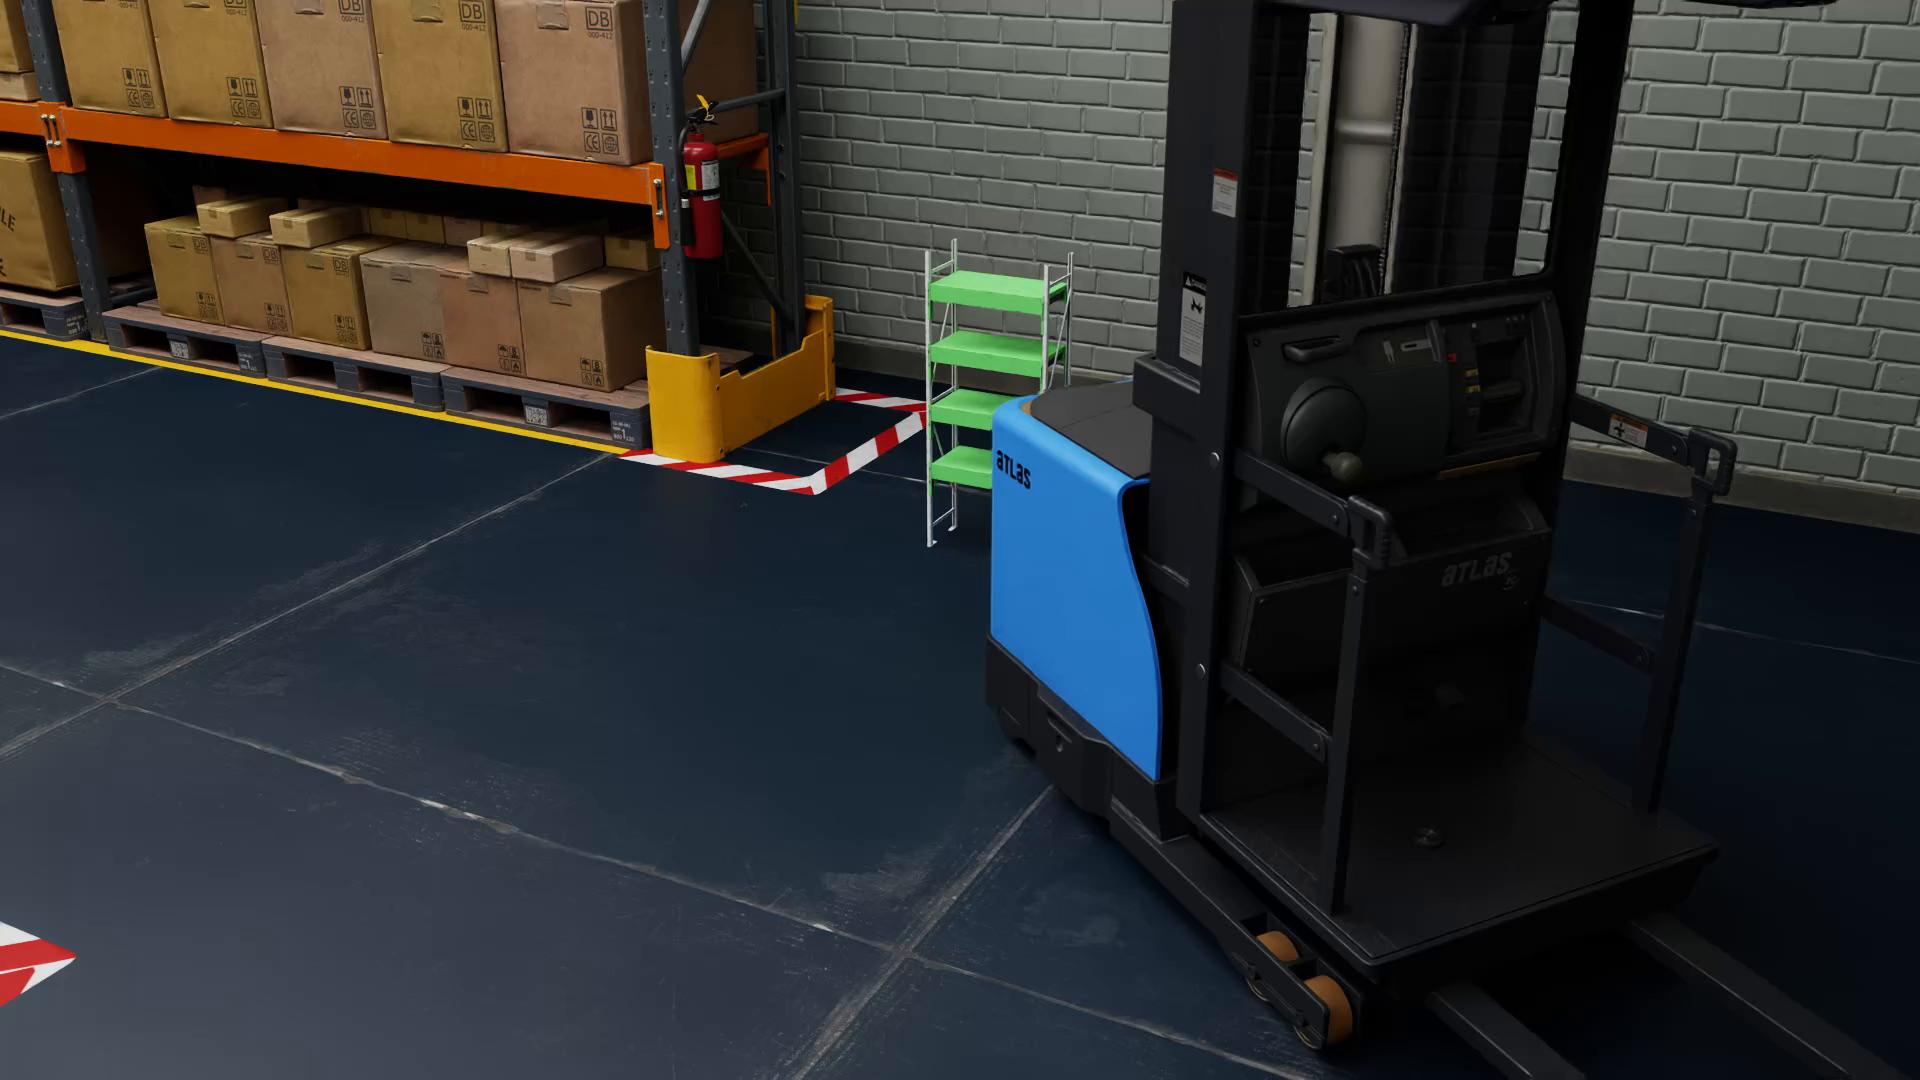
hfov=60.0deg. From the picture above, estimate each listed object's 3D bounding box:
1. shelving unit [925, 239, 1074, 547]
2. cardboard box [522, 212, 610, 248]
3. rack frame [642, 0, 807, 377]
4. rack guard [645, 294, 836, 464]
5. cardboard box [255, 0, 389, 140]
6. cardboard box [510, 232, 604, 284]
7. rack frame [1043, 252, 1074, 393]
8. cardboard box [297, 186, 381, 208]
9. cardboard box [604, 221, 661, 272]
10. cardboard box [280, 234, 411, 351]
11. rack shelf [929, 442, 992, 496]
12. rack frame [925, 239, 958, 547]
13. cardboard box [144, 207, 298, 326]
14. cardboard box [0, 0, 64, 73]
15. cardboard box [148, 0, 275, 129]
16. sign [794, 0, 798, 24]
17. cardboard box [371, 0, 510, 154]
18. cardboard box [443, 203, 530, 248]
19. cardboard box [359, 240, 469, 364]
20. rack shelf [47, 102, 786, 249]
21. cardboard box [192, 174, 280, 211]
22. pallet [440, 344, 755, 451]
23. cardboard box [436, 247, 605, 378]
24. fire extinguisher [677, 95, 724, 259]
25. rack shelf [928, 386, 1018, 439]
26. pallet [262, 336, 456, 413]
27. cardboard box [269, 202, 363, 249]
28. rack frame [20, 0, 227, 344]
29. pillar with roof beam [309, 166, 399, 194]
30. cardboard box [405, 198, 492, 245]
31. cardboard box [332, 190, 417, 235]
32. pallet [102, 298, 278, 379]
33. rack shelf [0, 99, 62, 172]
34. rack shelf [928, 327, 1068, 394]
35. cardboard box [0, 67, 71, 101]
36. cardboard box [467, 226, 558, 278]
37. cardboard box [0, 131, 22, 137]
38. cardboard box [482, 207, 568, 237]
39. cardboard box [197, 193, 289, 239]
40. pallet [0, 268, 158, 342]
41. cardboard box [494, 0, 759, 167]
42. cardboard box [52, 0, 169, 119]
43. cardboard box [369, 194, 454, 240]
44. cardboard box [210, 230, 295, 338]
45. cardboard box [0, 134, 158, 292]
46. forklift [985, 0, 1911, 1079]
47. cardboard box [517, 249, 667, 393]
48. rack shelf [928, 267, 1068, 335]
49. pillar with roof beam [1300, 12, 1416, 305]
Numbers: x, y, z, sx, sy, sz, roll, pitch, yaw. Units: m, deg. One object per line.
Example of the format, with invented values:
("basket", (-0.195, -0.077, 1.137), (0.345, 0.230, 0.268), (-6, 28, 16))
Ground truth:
("shelving unit", (0.148, -0.523, 6.446), (0.503, 1.200, 0.258), (11, 25, 25))
("cardboard box", (-1.969, -1.524, 8.329), (0.250, 0.149, 0.380), (11, 26, 25))
("rack frame", (-1.049, -1.957, 7.518), (0.127, 3.000, 1.000), (11, 25, 25))
("rack guard", (-1.027, -0.802, 7.997), (0.348, 0.500, 1.175), (11, 25, 25))
("cardboard box", (-2.839, -2.444, 8.280), (0.700, 0.700, 0.980), (10, 25, 22))
("cardboard box", (-1.916, -1.346, 7.910), (0.250, 0.149, 0.380), (11, 25, 24))
("rack frame", (0.365, -0.480, 6.345), (0.015, 1.200, 0.240), (11, 25, 25))
("cardboard box", (-3.331, -1.793, 8.962), (0.250, 0.149, 0.380), (10, 25, 23))
("cardboard box", (-1.517, -1.435, 8.119), (0.250, 0.149, 0.380), (11, 26, 25))
("cardboard box", (-3.094, -1.357, 8.765), (0.500, 0.500, 0.700), (12, 26, 26))
("rack shelf", (0.148, -0.243, 6.565), (0.480, 0.148, 0.258), (11, 25, 25))
("rack frame", (-0.070, -0.566, 6.548), (0.015, 1.200, 0.240), (11, 25, 25))
("cardboard box", (-3.997, -1.538, 9.191), (0.500, 0.500, 0.700), (12, 26, 25))
("cardboard box", (-5.144, -2.849, 9.082), (0.500, 0.500, 0.500), (11, 25, 24))
("cardboard box", (-3.493, -2.569, 8.574), (0.700, 0.700, 0.980), (11, 25, 23))
("sign", (-0.793, -2.584, 7.787), (0.005, 0.325, 0.100), (11, 25, 25))
("cardboard box", (-2.163, -2.306, 7.956), (0.700, 0.700, 0.980), (11, 25, 24))
("cardboard box", (-2.420, -1.613, 8.538), (0.250, 0.149, 0.380), (12, 26, 25))
("cardboard box", (-2.614, -1.265, 8.550), (0.500, 0.500, 0.700), (10, 25, 23))
("rack shelf", (-2.834, -1.979, 8.489), (4.000, 0.370, 1.077), (11, 25, 25))
("cardboard box", (-4.037, -1.932, 9.288), (0.250, 0.149, 0.380), (11, 25, 24))
("pallet", (-1.798, -0.787, 8.332), (1.213, 0.211, 1.003), (11, 25, 25))
("cardboard box", (-2.165, -1.177, 8.341), (0.500, 0.500, 0.700), (11, 25, 24))
("fire extinguisher", (-1.122, -1.562, 7.165), (0.183, 0.674, 0.296), (11, 25, 25))
("rack shelf", (0.148, -0.464, 6.471), (0.480, 0.148, 0.258), (11, 25, 25))
("pallet", (-2.882, -1.003, 8.839), (1.213, 0.211, 1.003), (11, 25, 25))
("cardboard box", (-3.308, -1.620, 8.556), (0.250, 0.149, 0.380), (10, 25, 23))
("rack frame", (-4.619, -2.663, 9.179), (0.127, 3.000, 1.000), (11, 25, 25))
("pillar with roof beam", (-5.546, -4.099, 4.889), (0.400, 9.000, 9.100), (11, 25, 25))
("cardboard box", (-2.649, -1.658, 8.644), (0.250, 0.149, 0.380), (11, 26, 25))
("cardboard box", (-3.106, -1.748, 8.856), (0.250, 0.149, 0.380), (11, 26, 25))
("pallet", (-3.975, -1.218, 9.345), (1.213, 0.211, 1.003), (11, 25, 25))
("rack shelf", (-6.403, -2.685, 10.150), (4.000, 0.370, 1.077), (11, 25, 25))
("rack shelf", (0.148, -0.685, 6.378), (0.480, 0.148, 0.258), (11, 25, 25))
("cardboard box", (-5.048, -2.517, 9.132), (0.250, 0.149, 0.380), (11, 26, 25))
("cardboard box", (-2.144, -1.391, 8.016), (0.250, 0.149, 0.380), (12, 26, 26))
("cardboard box", (-6.052, -2.092, 10.047), (0.750, 0.750, 0.750), (12, 26, 26))
("cardboard box", (-2.192, -1.568, 8.433), (0.250, 0.149, 0.380), (11, 26, 25))
("cardboard box", (-3.774, -1.712, 8.772), (0.250, 0.149, 0.380), (12, 26, 26))
("pallet", (-5.341, -1.490, 9.983), (1.213, 0.211, 1.003), (11, 25, 25))
("cardboard box", (-1.509, -2.181, 7.663), (0.700, 0.700, 0.980), (12, 26, 27))
("cardboard box", (-4.142, -2.700, 8.882), (0.700, 0.700, 0.980), (12, 26, 25))
("cardboard box", (-2.875, -1.703, 8.750), (0.250, 0.149, 0.380), (11, 25, 24))
("cardboard box", (-3.551, -1.448, 8.980), (0.500, 0.500, 0.700), (11, 25, 24))
("cardboard box", (-5.257, -1.936, 9.681), (0.750, 0.750, 0.750), (12, 26, 25))
("forklift", (1.178, -0.346, 3.818), (1.130, 2.935, 3.031), (-11, 25, -24))
("cardboard box", (-1.719, -1.088, 8.134), (0.500, 0.500, 0.700), (11, 25, 25))
("rack shelf", (0.148, -0.906, 6.284), (0.480, 0.148, 0.258), (11, 25, 25))
("pillar with roof beam", (-0.191, -3.039, 2.398), (0.400, 9.000, 9.100), (11, 25, 25))
